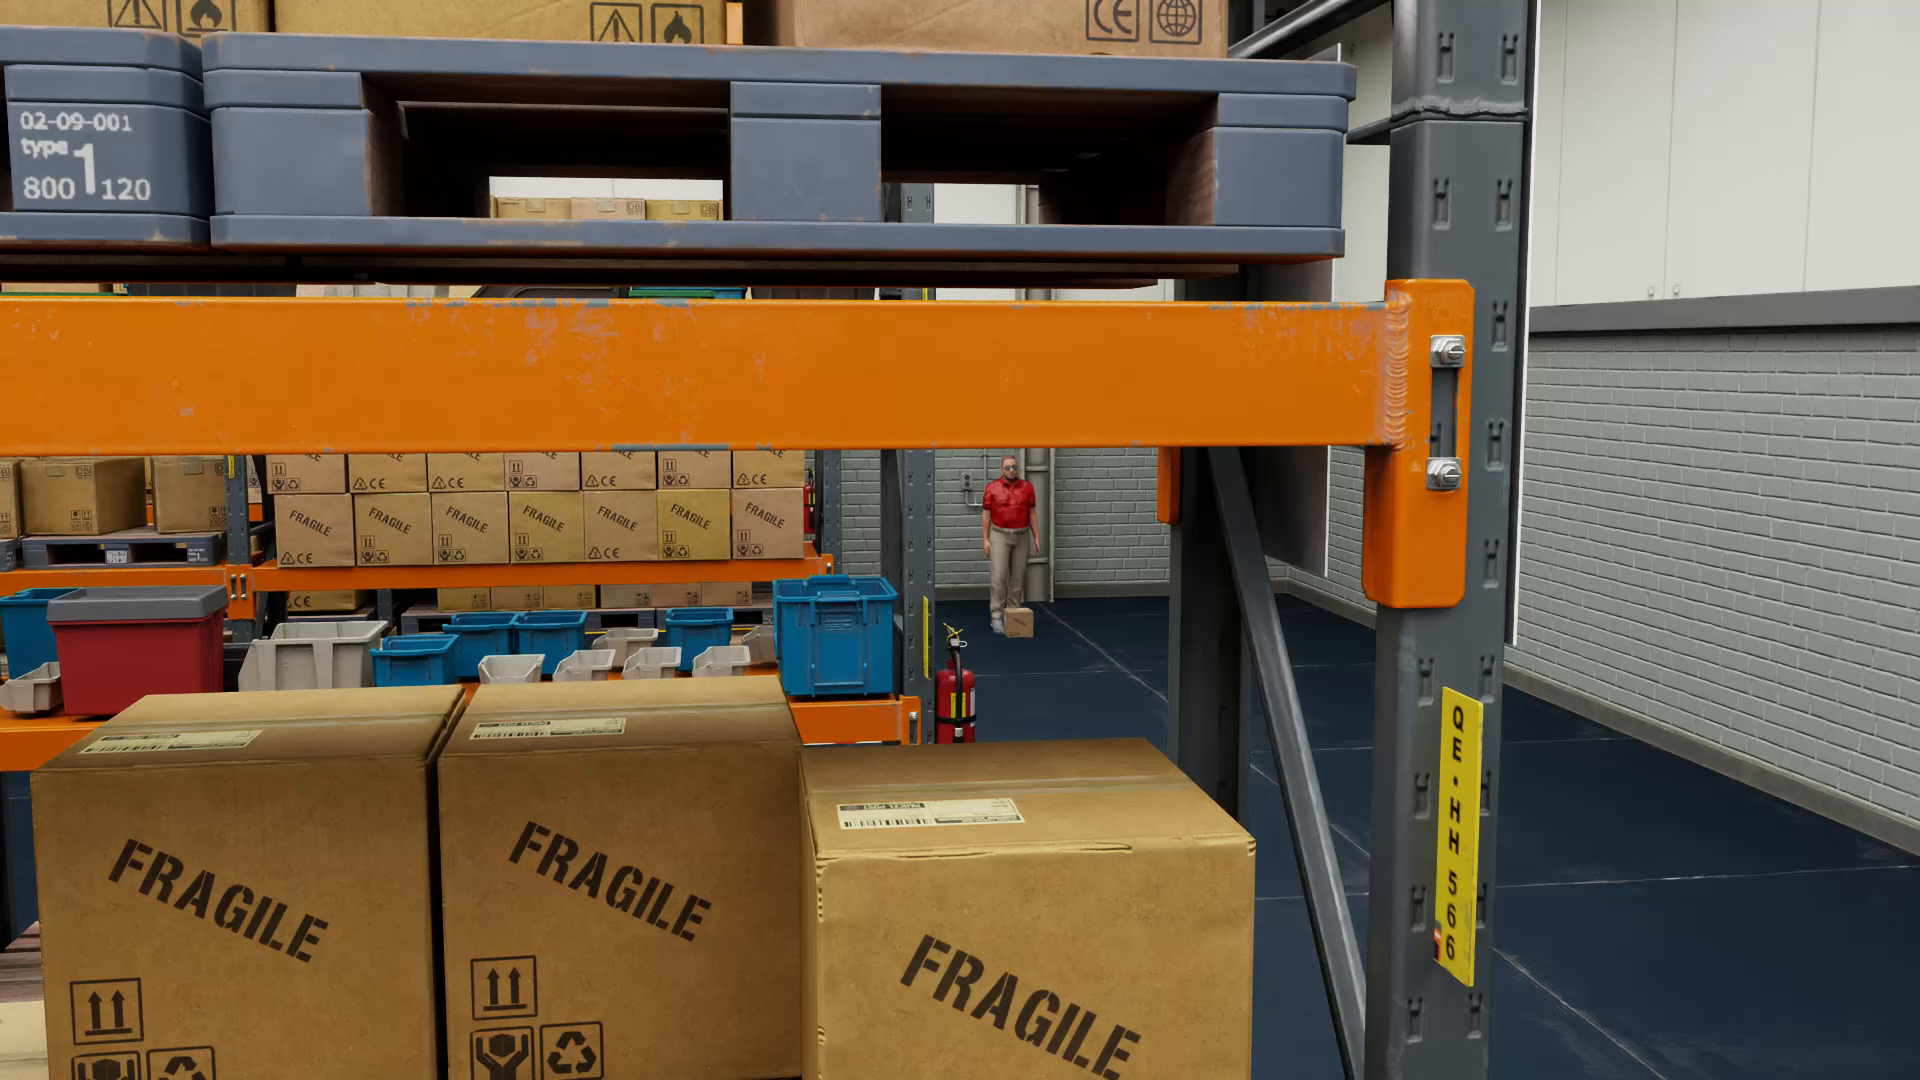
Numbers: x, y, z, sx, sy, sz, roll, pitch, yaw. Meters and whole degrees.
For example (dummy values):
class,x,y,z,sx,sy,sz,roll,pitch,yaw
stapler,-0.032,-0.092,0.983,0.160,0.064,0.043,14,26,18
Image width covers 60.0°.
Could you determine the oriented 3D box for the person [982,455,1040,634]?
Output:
class,x,y,z,sx,sy,sz,roll,pitch,yaw
person,0.555,0.029,16.538,0.559,1.739,0.572,-2,7,-17
